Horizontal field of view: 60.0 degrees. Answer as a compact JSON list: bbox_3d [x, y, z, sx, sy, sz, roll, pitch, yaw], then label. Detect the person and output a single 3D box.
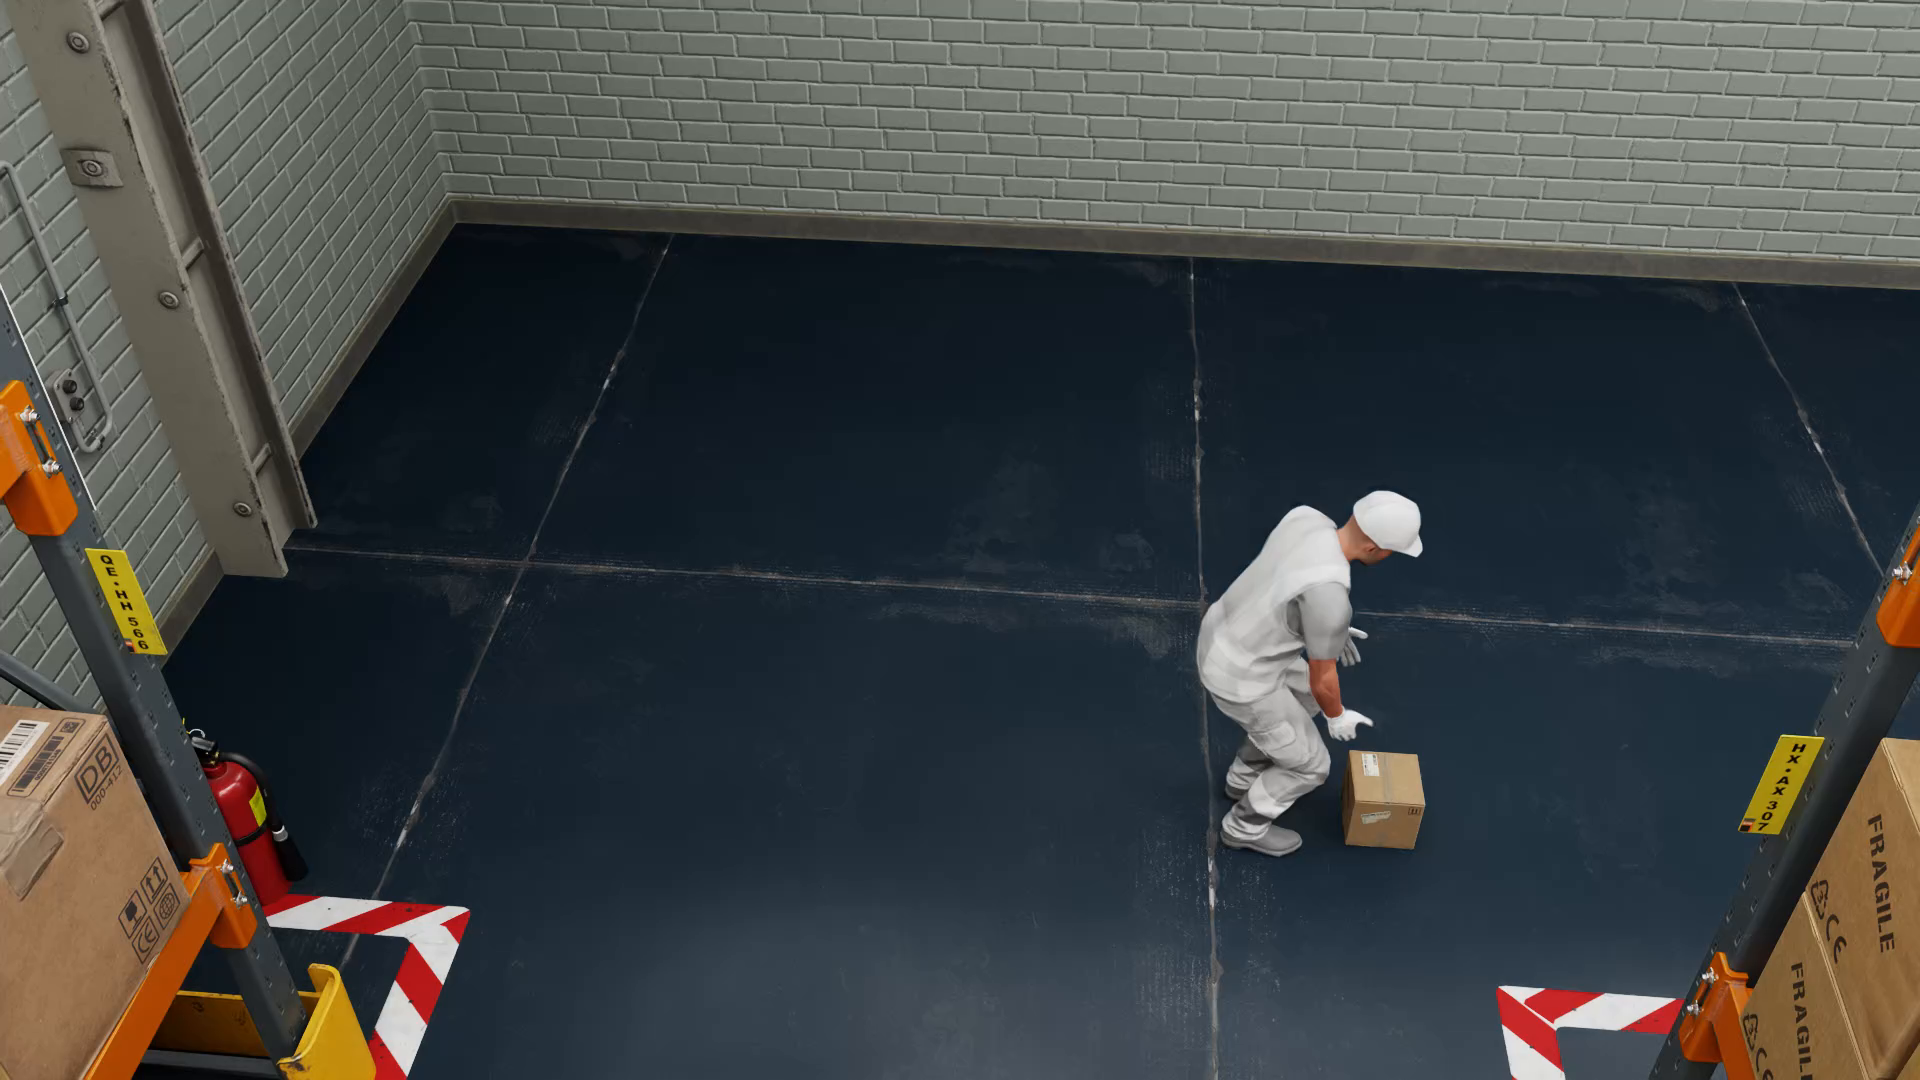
[{"bbox_3d":[1.170,0.434,5.819,0.690,1.528,0.579,3,40,4],"label":"person"}]
